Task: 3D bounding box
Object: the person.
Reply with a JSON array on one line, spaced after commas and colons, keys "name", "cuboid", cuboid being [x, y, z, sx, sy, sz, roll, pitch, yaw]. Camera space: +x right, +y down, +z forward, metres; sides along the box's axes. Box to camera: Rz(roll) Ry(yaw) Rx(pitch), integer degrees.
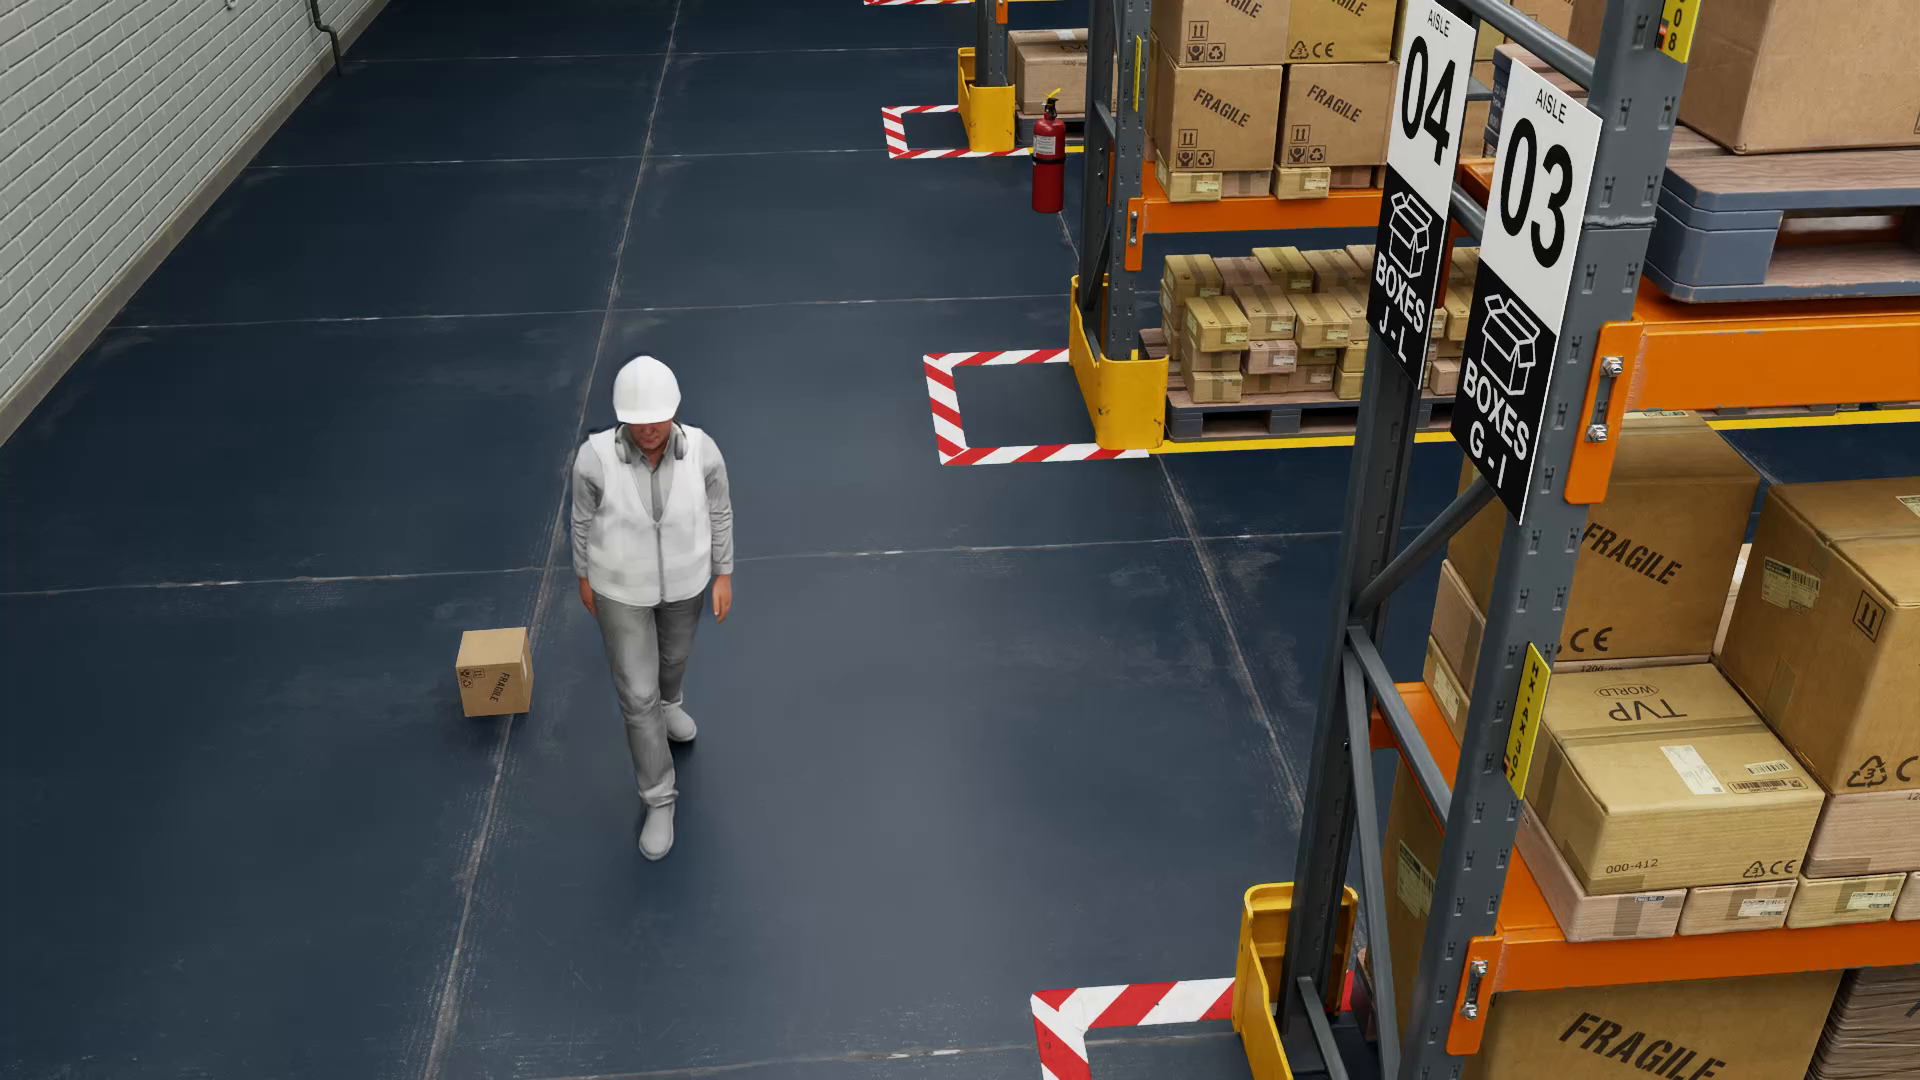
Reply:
[{"name": "person", "cuboid": [-1.056, 0.142, 5.879, 0.553, 1.741, 0.890, -13, 33, -21]}]
